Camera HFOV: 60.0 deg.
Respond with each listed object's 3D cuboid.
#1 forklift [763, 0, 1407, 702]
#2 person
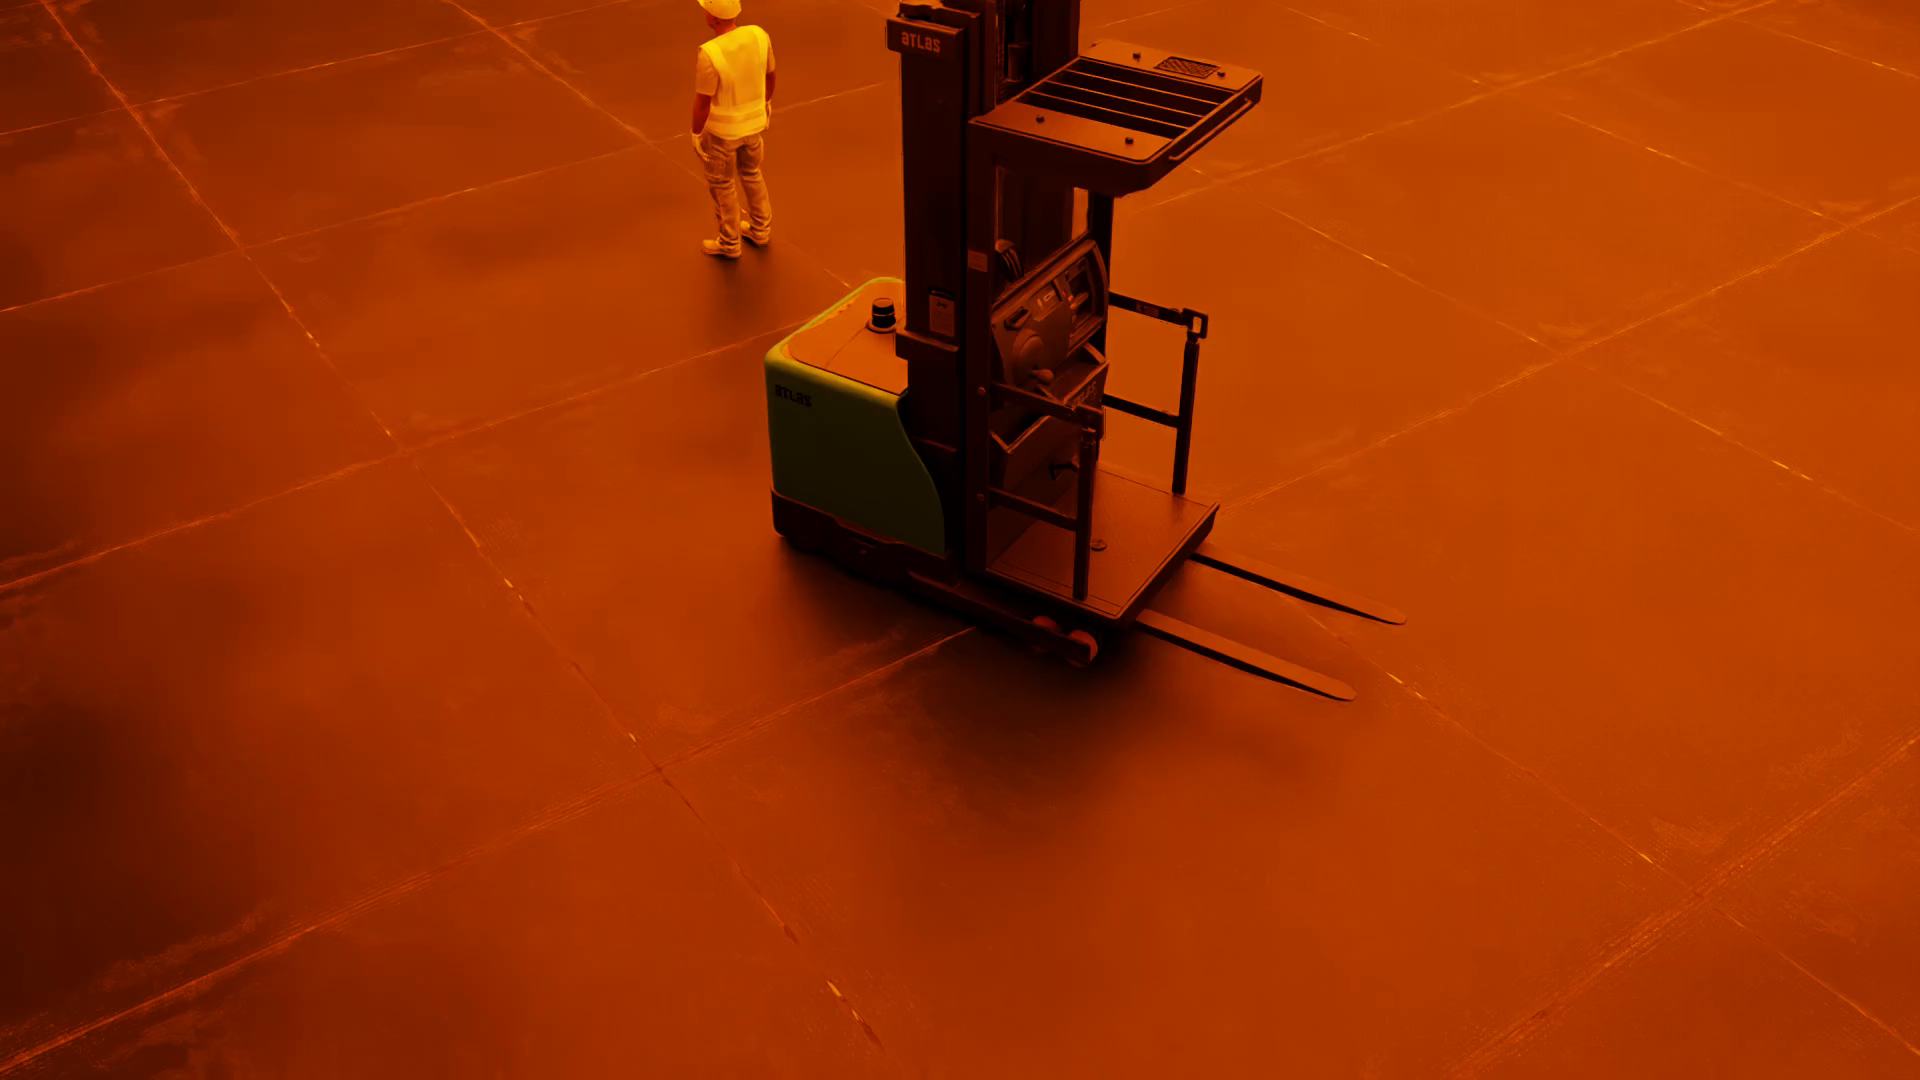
[{"bbox_3d":[0.577,-0.961,7.244,3.031,2.935,1.130,21,41,26],"label":"forklift"},{"bbox_3d":[-1.459,-2.628,10.468,0.515,1.793,0.651,30,46,34],"label":"person"}]
